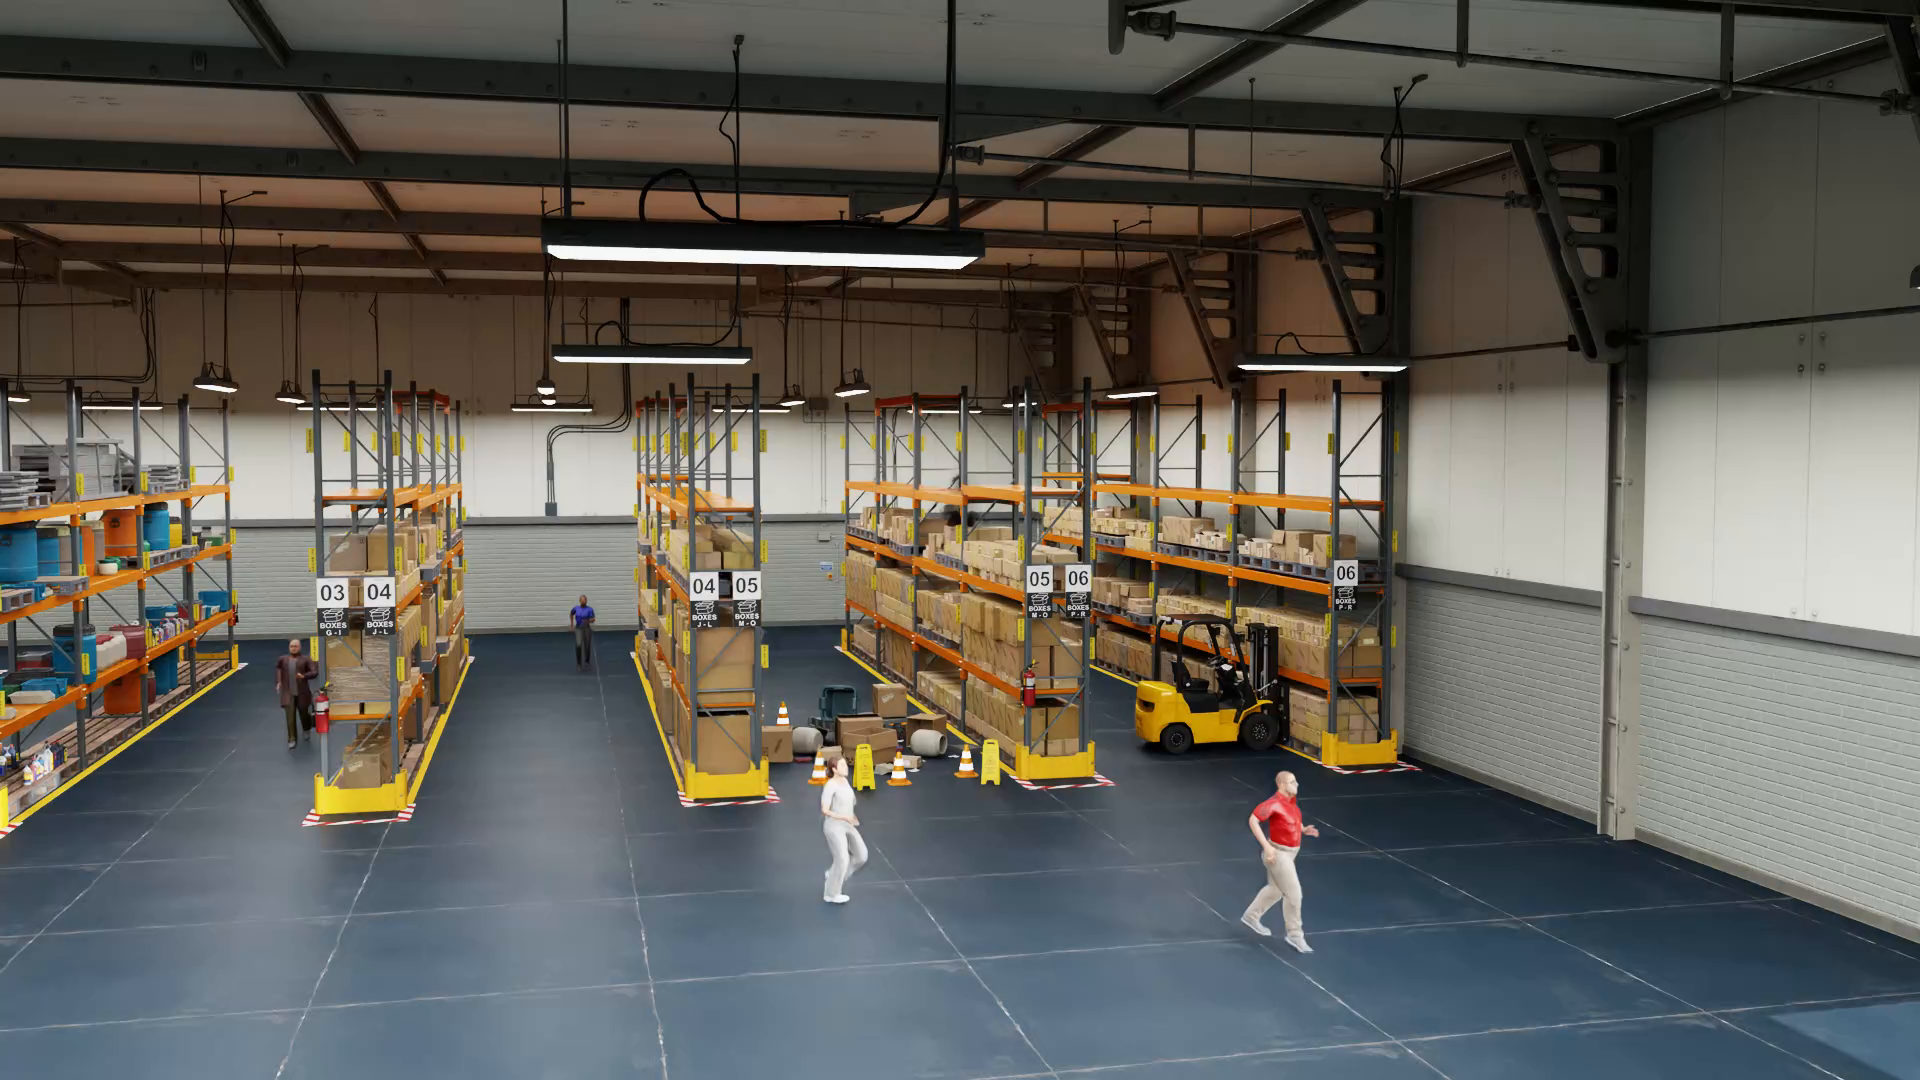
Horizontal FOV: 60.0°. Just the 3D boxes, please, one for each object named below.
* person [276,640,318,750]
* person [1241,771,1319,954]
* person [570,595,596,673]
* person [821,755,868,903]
[{"bbox_3d":[-10.901,2.507,27.320,0.709,1.754,1.048,-1,3,-12],"label":"person"},{"bbox_3d":[3.174,3.192,16.577,0.815,1.799,0.679,2,4,27],"label":"person"},{"bbox_3d":[-8.321,2.060,36.700,0.550,1.711,0.822,-1,3,-12],"label":"person"},{"bbox_3d":[-1.269,3.136,18.049,0.539,1.624,0.539,2,4,29],"label":"person"}]
